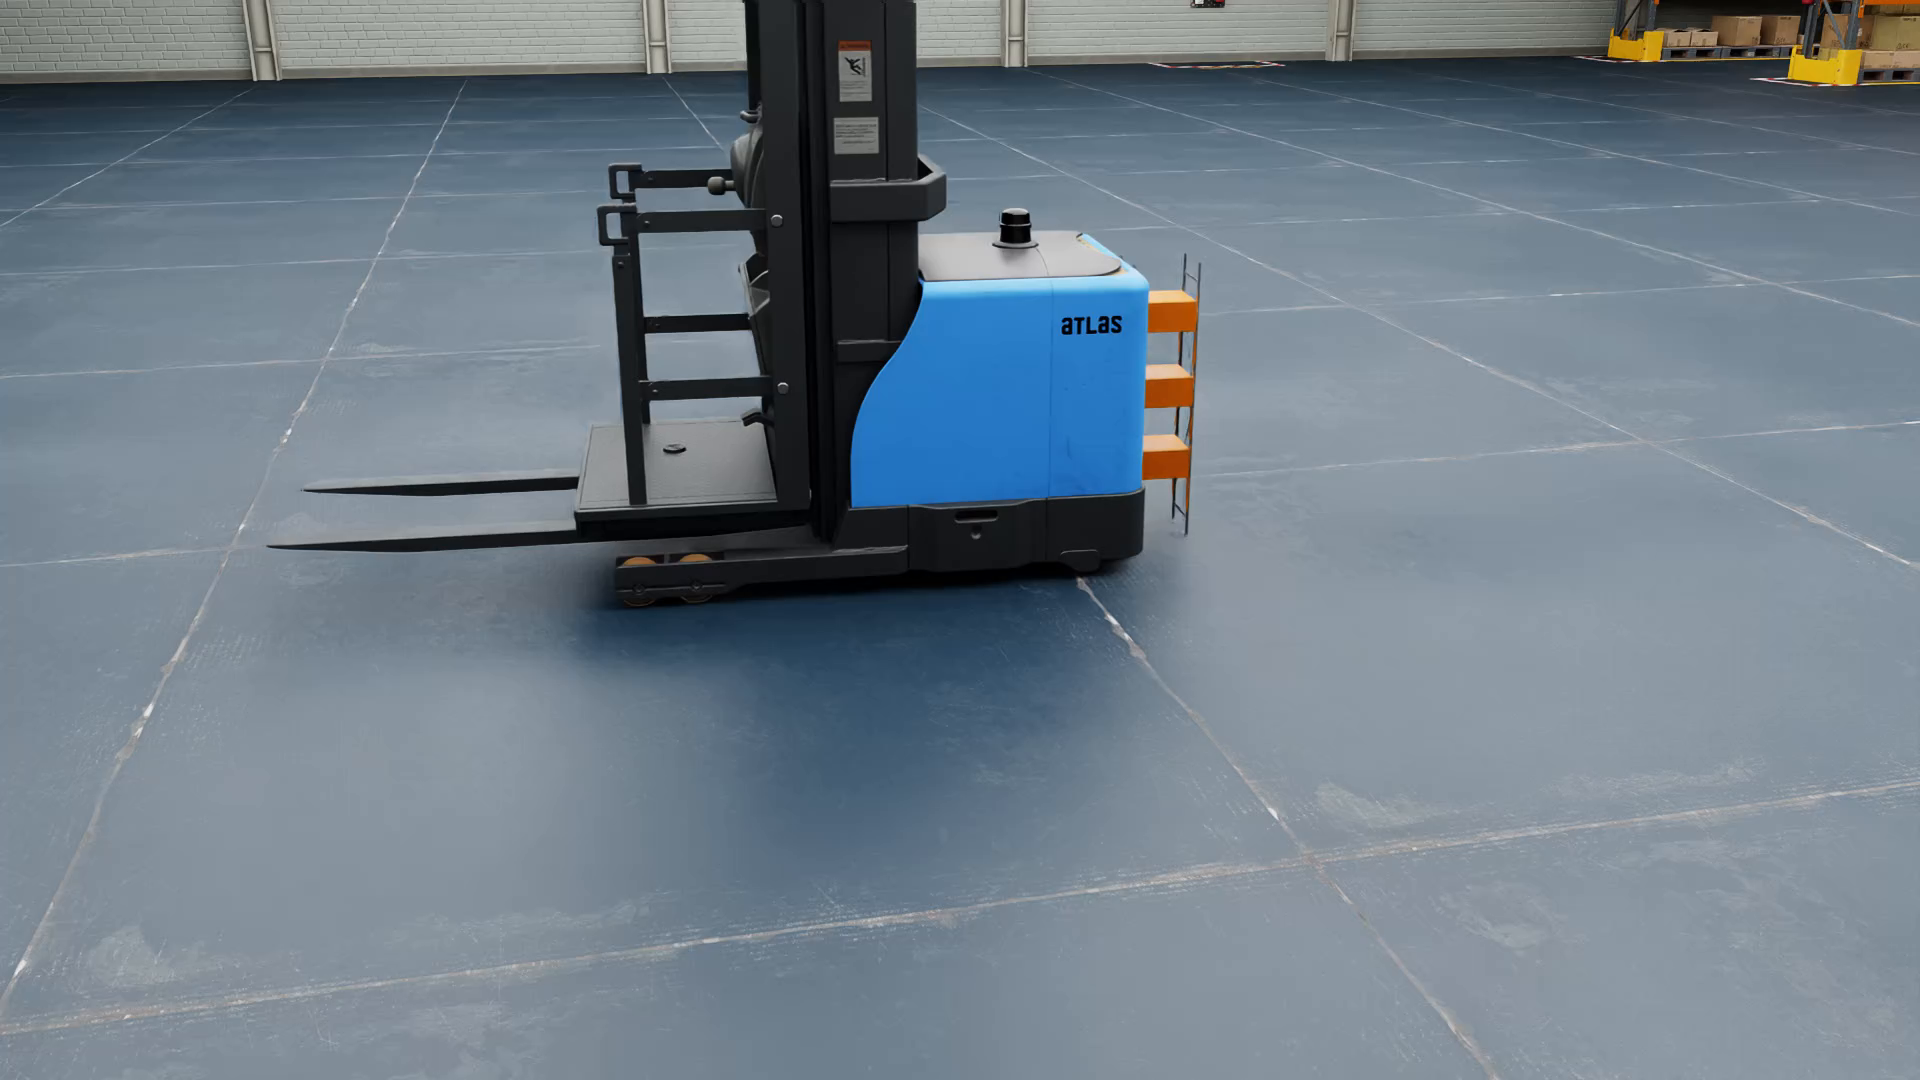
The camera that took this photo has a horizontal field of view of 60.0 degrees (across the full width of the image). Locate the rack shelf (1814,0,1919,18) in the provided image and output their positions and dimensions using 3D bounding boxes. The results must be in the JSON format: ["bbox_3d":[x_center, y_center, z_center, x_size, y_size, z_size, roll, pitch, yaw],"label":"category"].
[{"bbox_3d":[15.210,-8.281,25.607,4.000,0.370,1.077,-5,21,-12],"label":"rack shelf"}]

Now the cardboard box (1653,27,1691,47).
[{"bbox_3d":[12.814,-9.087,30.031,0.500,0.311,0.500,-7,21,-19],"label":"cardboard box"}]

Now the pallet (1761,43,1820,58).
[{"bbox_3d":[15.367,-9.061,30.743,1.213,0.211,1.003,-5,21,-12],"label":"pallet"}]

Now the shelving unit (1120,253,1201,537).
[{"bbox_3d":[0.730,-0.534,6.245,0.252,1.050,0.215,-3,20,-9],"label":"shelving unit"}]

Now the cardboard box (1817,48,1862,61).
[{"bbox_3d":[13.717,-7.508,25.837,0.500,0.250,0.500,-5,21,-12],"label":"cardboard box"}]

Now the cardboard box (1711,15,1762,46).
[{"bbox_3d":[14.094,-9.263,30.234,0.500,0.500,0.700,-6,21,-16],"label":"cardboard box"}]

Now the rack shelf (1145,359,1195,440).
[{"bbox_3d":[0.730,-0.524,6.248,0.240,0.259,0.215,-3,20,-9],"label":"rack shelf"}]

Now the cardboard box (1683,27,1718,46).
[{"bbox_3d":[13.369,-9.132,30.154,0.500,0.311,0.500,-3,20,-8],"label":"cardboard box"}]

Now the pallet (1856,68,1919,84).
[{"bbox_3d":[13.998,-7.226,25.734,1.213,0.211,1.003,-5,21,-12],"label":"pallet"}]

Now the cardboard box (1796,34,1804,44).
[{"bbox_3d":[15.499,-9.259,30.709,0.250,0.166,0.380,-7,21,-20],"label":"cardboard box"}]

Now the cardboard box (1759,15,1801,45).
[{"bbox_3d":[15.012,-9.373,30.534,0.500,0.500,0.500,-6,21,-17],"label":"cardboard box"}]

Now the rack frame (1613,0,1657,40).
[{"bbox_3d":[12.120,-10.119,29.577,0.127,3.000,1.000,-5,21,-12],"label":"rack frame"}]

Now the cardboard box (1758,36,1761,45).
[{"bbox_3d":[14.451,-9.183,30.528,0.250,0.149,0.380,-6,21,-17],"label":"cardboard box"}]

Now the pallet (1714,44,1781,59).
[{"bbox_3d":[14.177,-8.963,30.476,1.213,0.211,1.003,-5,21,-12],"label":"pallet"}]

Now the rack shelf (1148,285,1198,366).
[{"bbox_3d":[0.730,-0.790,6.151,0.240,0.259,0.215,-3,20,-9],"label":"rack shelf"}]

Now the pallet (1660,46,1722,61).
[{"bbox_3d":[12.992,-8.868,30.216,1.213,0.211,1.003,-5,21,-12],"label":"pallet"}]

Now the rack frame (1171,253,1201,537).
[{"bbox_3d":[0.851,-0.540,6.263,0.008,1.050,0.200,-3,20,-9],"label":"rack frame"}]

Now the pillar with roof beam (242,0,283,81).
[{"bbox_3d":[-9.763,-9.940,20.367,0.400,9.000,9.100,-5,21,-12],"label":"pillar with roof beam"}]

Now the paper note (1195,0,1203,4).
[{"bbox_3d":[4.161,-9.401,28.899,0.142,0.148,0.016,-5,21,-12],"label":"paper note"}]

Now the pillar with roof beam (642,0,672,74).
[{"bbox_3d":[-3.924,-10.415,21.663,0.400,9.000,9.100,-5,21,-12],"label":"pillar with roof beam"}]

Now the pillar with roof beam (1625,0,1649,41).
[{"bbox_3d":[13.593,-11.840,25.553,0.400,9.000,9.100,-5,21,-12],"label":"pillar with roof beam"}]

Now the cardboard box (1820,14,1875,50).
[{"bbox_3d":[13.717,-7.861,25.710,0.500,0.500,0.500,-5,21,-12],"label":"cardboard box"}]

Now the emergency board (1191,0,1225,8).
[{"bbox_3d":[4.349,-9.806,28.723,0.643,1.169,0.194,-5,21,-12],"label":"emergency board"}]

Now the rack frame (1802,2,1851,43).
[{"bbox_3d":[16.012,-10.435,30.441,0.127,3.000,1.000,-5,21,-12],"label":"rack frame"}]

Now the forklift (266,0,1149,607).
[{"bbox_3d":[-0.901,-1.344,5.721,3.031,2.935,1.130,-3,20,-9],"label":"forklift"}]

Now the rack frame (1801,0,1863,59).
[{"bbox_3d":[13.263,-8.461,25.051,0.127,3.000,1.000,-5,21,-12],"label":"rack frame"}]

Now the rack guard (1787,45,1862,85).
[{"bbox_3d":[13.240,-7.285,25.475,0.348,0.500,1.175,-5,21,-12],"label":"rack guard"}]

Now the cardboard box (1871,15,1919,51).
[{"bbox_3d":[14.322,-7.727,25.345,0.500,0.500,0.500,-5,21,-12],"label":"cardboard box"}]

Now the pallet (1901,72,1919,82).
[{"bbox_3d":[15.183,-7.321,25.994,1.213,0.211,1.003,-5,21,-12],"label":"pallet"}]

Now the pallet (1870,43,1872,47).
[{"bbox_3d":[16.770,-9.188,31.090,1.213,0.211,1.003,-5,21,-12],"label":"pallet"}]

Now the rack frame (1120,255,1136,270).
[{"bbox_3d":[0.610,-0.527,6.226,0.008,1.050,0.200,-3,20,-9],"label":"rack frame"}]

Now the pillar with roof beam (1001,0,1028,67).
[{"bbox_3d":[1.915,-10.890,22.960,0.400,9.000,9.100,-5,21,-12],"label":"pillar with roof beam"}]

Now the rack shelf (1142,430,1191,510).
[{"bbox_3d":[0.730,-0.263,6.344,0.240,0.259,0.215,-3,20,-9],"label":"rack shelf"}]

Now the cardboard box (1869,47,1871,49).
[{"bbox_3d":[14.201,-7.552,25.956,0.500,0.250,0.500,-5,21,-12],"label":"cardboard box"}]

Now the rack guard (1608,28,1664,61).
[{"bbox_3d":[12.194,-8.951,30.023,0.348,0.500,1.175,-5,21,-12],"label":"rack guard"}]

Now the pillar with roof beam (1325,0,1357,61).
[{"bbox_3d":[7.754,-11.365,24.256,0.400,9.000,9.100,-5,21,-12],"label":"pillar with roof beam"}]

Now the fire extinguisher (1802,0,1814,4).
[{"bbox_3d":[13.041,-8.571,25.463,0.183,0.674,0.296,-5,21,-12],"label":"fire extinguisher"}]

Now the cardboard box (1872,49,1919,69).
[{"bbox_3d":[14.322,-7.376,25.475,0.500,0.250,0.500,-5,21,-12],"label":"cardboard box"}]

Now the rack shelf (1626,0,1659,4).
[{"bbox_3d":[14.066,-9.939,30.132,4.000,0.370,1.077,-5,21,-12],"label":"rack shelf"}]

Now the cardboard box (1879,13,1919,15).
[{"bbox_3d":[14.686,-7.945,25.940,0.500,0.500,0.500,-5,21,-12],"label":"cardboard box"}]

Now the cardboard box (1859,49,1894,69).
[{"bbox_3d":[13.836,-7.335,25.364,0.500,0.250,0.500,-5,21,-12],"label":"cardboard box"}]

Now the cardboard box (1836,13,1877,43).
[{"bbox_3d":[16.725,-9.532,30.969,0.500,0.500,0.700,-4,20,-11],"label":"cardboard box"}]

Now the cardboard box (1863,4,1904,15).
[{"bbox_3d":[17.153,-9.920,30.939,0.500,0.250,0.500,-5,21,-14],"label":"cardboard box"}]

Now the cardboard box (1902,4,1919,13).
[{"bbox_3d":[17.658,-9.962,31.055,0.500,0.250,0.500,-5,21,-14],"label":"cardboard box"}]
